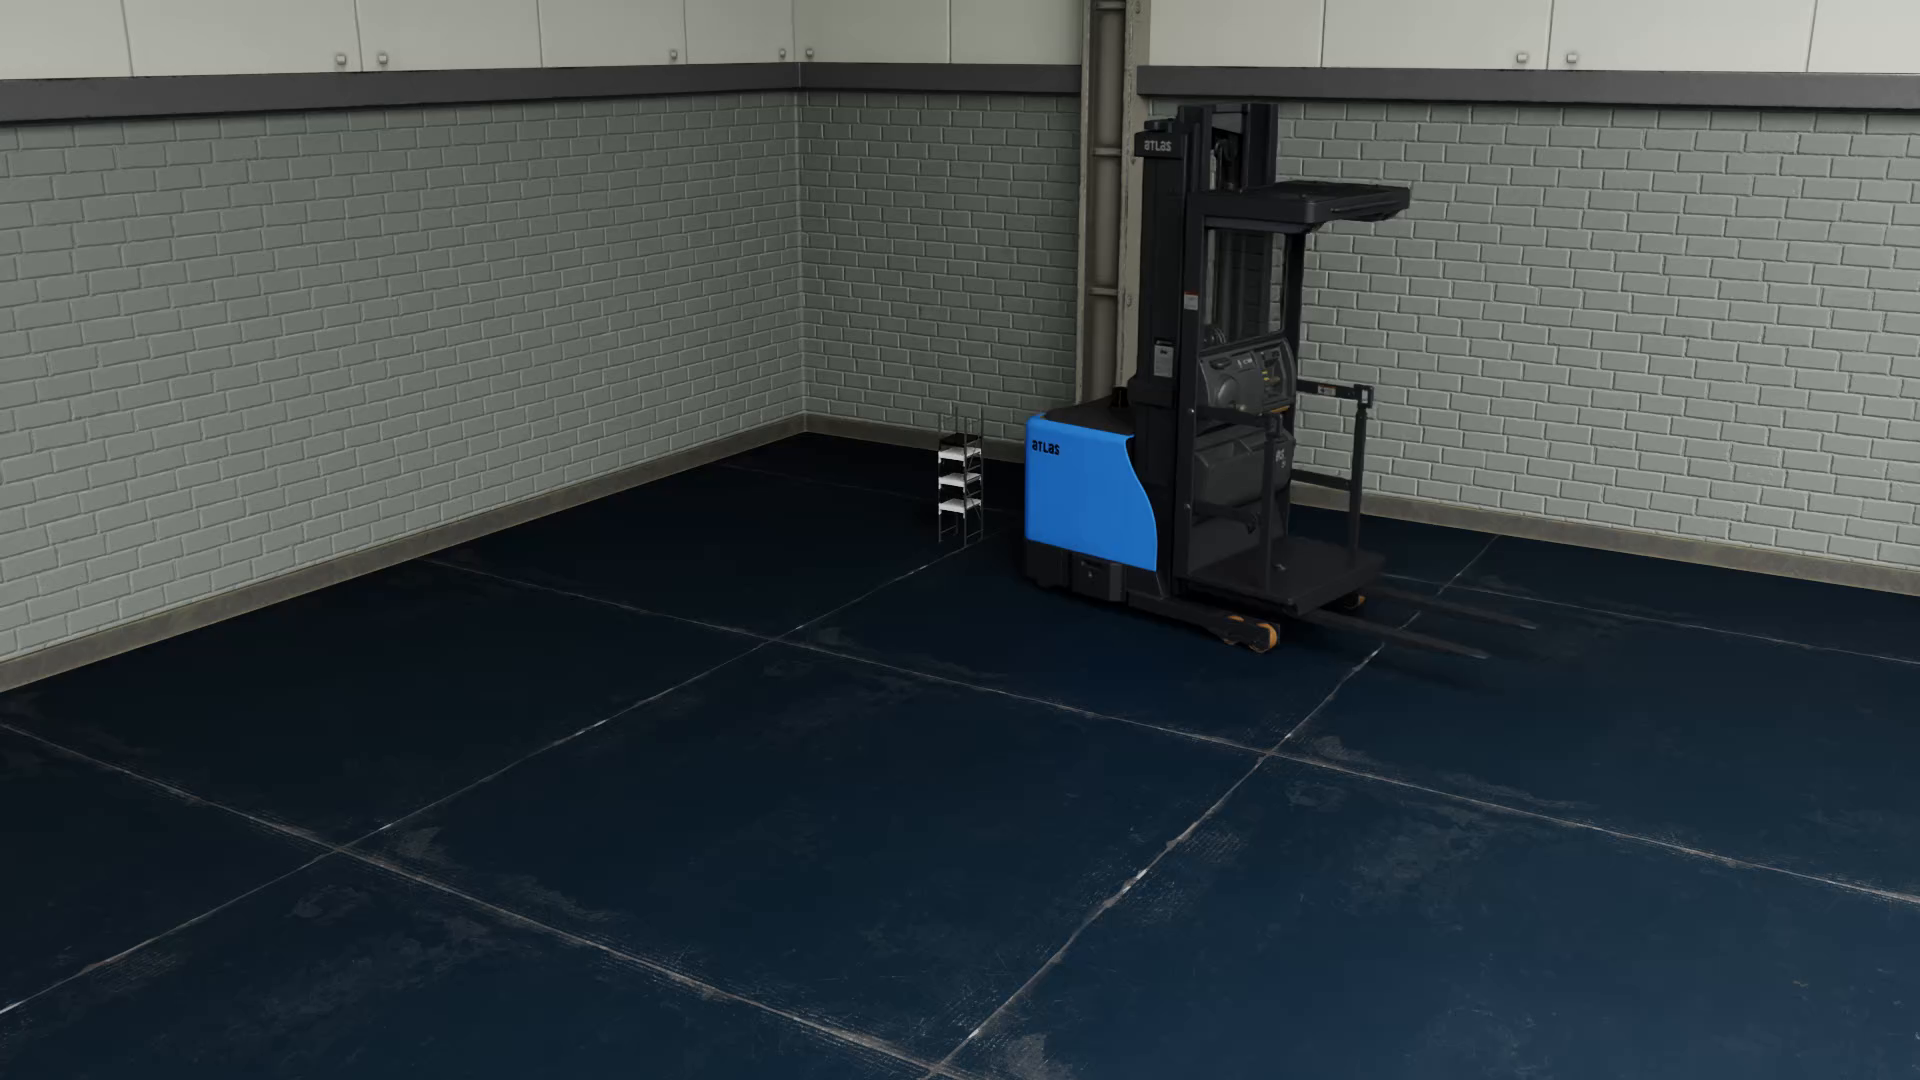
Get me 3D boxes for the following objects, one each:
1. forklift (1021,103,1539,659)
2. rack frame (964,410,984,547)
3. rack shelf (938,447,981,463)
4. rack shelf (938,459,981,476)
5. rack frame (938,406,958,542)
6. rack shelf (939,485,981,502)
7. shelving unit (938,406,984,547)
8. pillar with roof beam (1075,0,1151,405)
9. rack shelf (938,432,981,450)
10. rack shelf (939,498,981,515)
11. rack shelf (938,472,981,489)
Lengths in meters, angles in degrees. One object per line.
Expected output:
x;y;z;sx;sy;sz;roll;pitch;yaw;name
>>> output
1.816;-0.944;9.446;3.031;2.935;1.130;15;22;40;forklift
0.094;-0.414;11.195;0.006;0.900;0.240;10;20;30;rack frame
0.007;-0.570;11.204;0.200;0.077;0.258;10;20;30;rack shelf
0.007;-0.484;11.230;0.200;0.077;0.258;10;20;30;rack shelf
-0.080;-0.445;11.297;0.006;0.900;0.240;10;20;30;rack frame
0.007;-0.311;11.282;0.200;0.077;0.258;10;20;30;rack shelf
0.007;-0.429;11.246;0.210;0.900;0.258;10;20;30;shelving unit
-1.131;-3.705;8.094;0.400;9.000;9.100;10;20;30;pillar with roof beam
0.007;-0.656;11.178;0.200;0.077;0.258;10;20;30;rack shelf
0.007;-0.225;11.308;0.200;0.077;0.258;10;20;30;rack shelf
0.007;-0.397;11.256;0.200;0.077;0.258;10;20;30;rack shelf
